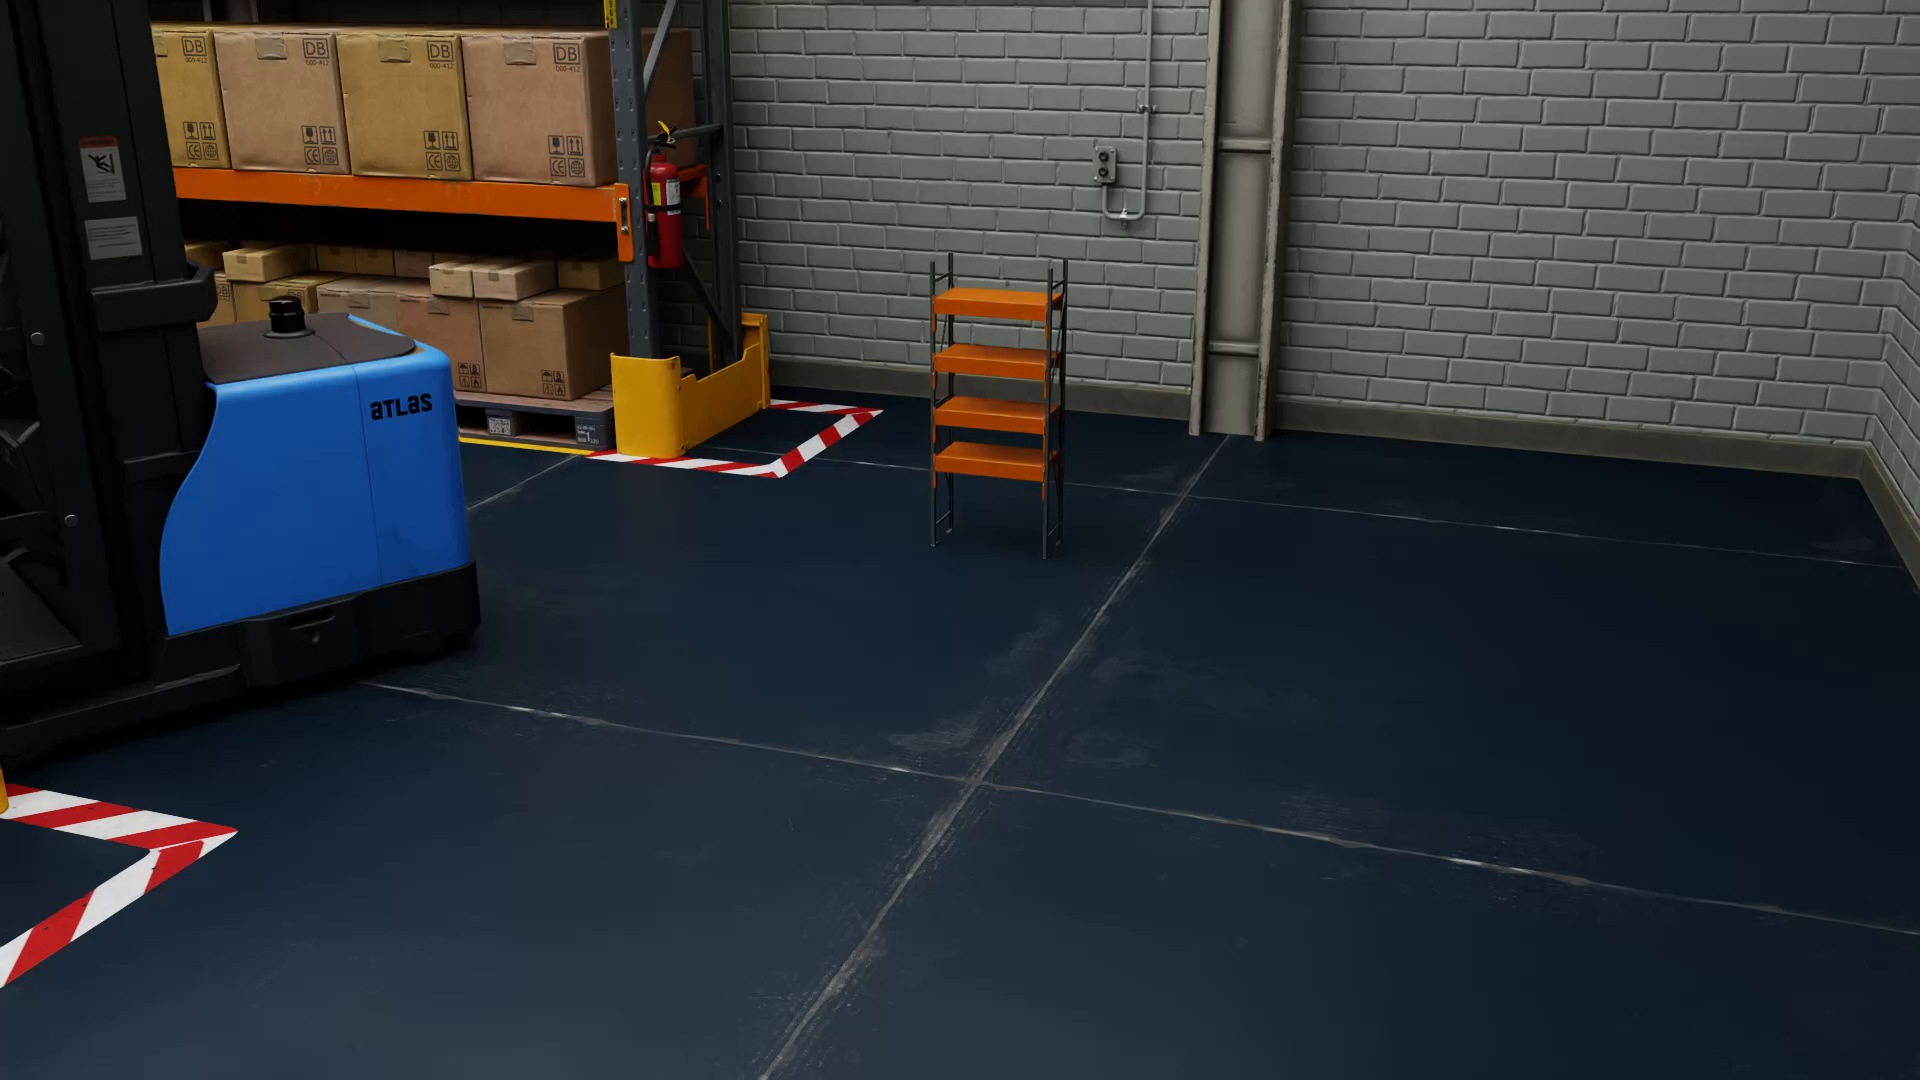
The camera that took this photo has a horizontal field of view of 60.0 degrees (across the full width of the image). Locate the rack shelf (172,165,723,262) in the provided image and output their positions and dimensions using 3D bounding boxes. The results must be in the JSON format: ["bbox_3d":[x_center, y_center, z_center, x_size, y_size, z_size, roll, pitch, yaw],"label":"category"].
[{"bbox_3d":[-3.297,-1.890,9.033,4.000,0.370,1.077,7,20,18],"label":"rack shelf"}]

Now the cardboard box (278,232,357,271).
[{"bbox_3d":[-3.600,-1.622,9.347,0.250,0.149,0.380,7,20,19],"label":"cardboard box"}]

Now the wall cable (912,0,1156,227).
[{"bbox_3d":[0.112,-2.649,8.574,1.851,1.984,0.084,7,20,18],"label":"wall cable"}]

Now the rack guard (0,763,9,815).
[{"bbox_3d":[-3.102,0.700,4.310,0.348,0.500,1.175,7,20,18],"label":"rack guard"}]

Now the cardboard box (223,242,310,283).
[{"bbox_3d":[-3.757,-1.507,9.016,0.250,0.149,0.380,6,20,17],"label":"cardboard box"}]

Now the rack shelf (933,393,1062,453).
[{"bbox_3d":[0.156,-0.485,6.850,0.480,0.148,0.258,7,20,18],"label":"rack shelf"}]

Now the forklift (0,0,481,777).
[{"bbox_3d":[-3.176,-0.817,4.966,3.031,2.935,1.130,-16,25,-38],"label":"forklift"}]

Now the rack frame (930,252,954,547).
[{"bbox_3d":[-0.074,-0.575,6.903,0.015,1.200,0.240,7,20,18],"label":"rack frame"}]

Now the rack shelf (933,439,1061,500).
[{"bbox_3d":[0.156,-0.298,6.915,0.480,0.148,0.258,7,20,18],"label":"rack shelf"}]

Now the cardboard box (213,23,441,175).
[{"bbox_3d":[-3.301,-2.367,8.854,0.700,0.700,0.980,6,20,15],"label":"cardboard box"}]

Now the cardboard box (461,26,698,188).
[{"bbox_3d":[-1.893,-2.207,8.394,0.700,0.700,0.980,7,21,21],"label":"cardboard box"}]

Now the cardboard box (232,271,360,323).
[{"bbox_3d":[-3.556,-1.239,9.234,0.500,0.500,0.700,7,20,19],"label":"cardboard box"}]

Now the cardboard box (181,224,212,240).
[{"bbox_3d":[-4.585,-1.734,9.669,0.250,0.149,0.380,6,20,18],"label":"cardboard box"}]

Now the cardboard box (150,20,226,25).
[{"bbox_3d":[-4.679,-2.523,9.302,0.700,0.700,0.980,7,20,19],"label":"cardboard box"}]

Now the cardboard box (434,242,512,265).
[{"bbox_3d":[-2.633,-1.512,9.032,0.250,0.149,0.380,7,20,19],"label":"cardboard box"}]

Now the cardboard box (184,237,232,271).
[{"bbox_3d":[-4.250,-1.563,9.178,0.250,0.149,0.380,7,20,20],"label":"cardboard box"}]

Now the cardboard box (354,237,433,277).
[{"bbox_3d":[-3.116,-1.567,9.189,0.250,0.149,0.380,7,20,19],"label":"cardboard box"}]

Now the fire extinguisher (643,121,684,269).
[{"bbox_3d":[-1.417,-1.641,7.910,0.183,0.674,0.296,7,20,18],"label":"fire extinguisher"}]

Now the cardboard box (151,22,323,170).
[{"bbox_3d":[-3.992,-2.443,9.071,0.700,0.700,0.980,6,20,17],"label":"cardboard box"}]

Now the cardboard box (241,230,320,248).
[{"bbox_3d":[-3.838,-1.650,9.426,0.250,0.149,0.380,6,20,16],"label":"cardboard box"}]

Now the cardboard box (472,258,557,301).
[{"bbox_3d":[-2.283,-1.339,8.535,0.250,0.149,0.380,6,20,17],"label":"cardboard box"}]

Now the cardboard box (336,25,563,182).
[{"bbox_3d":[-2.584,-2.282,8.610,0.700,0.700,0.980,6,20,18],"label":"cardboard box"}]

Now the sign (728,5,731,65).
[{"bbox_3d":[-1.220,-2.631,8.632,0.005,0.325,0.100,7,20,18],"label":"sign"}]

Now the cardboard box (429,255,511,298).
[{"bbox_3d":[-2.525,-1.367,8.614,0.250,0.149,0.380,7,20,20],"label":"cardboard box"}]

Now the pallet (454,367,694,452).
[{"bbox_3d":[-2.189,-0.758,8.932,1.213,0.211,1.003,7,20,18],"label":"pallet"}]

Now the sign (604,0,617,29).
[{"bbox_3d":[-1.599,-2.505,7.585,0.005,0.325,0.100,7,20,18],"label":"sign"}]

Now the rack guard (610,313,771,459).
[{"bbox_3d":[-1.385,-0.830,8.699,0.348,0.500,1.175,7,20,18],"label":"rack guard"}]

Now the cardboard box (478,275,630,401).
[{"bbox_3d":[-2.102,-1.076,8.765,0.500,0.500,0.700,7,20,18],"label":"cardboard box"}]

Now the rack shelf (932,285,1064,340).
[{"bbox_3d":[0.156,-0.920,6.698,0.480,0.148,0.258,7,20,18],"label":"rack shelf"}]

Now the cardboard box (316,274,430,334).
[{"bbox_3d":[-3.050,-1.184,9.075,0.500,0.500,0.700,6,20,16],"label":"cardboard box"}]

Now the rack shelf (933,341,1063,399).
[{"bbox_3d":[0.156,-0.696,6.776,0.480,0.148,0.258,7,20,18],"label":"rack shelf"}]

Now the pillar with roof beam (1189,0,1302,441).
[{"bbox_3d":[0.014,-3.485,3.402,0.400,9.000,9.100,7,20,18],"label":"pillar with roof beam"}]

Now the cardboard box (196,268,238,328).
[{"bbox_3d":[-4.040,-1.295,9.395,0.500,0.500,0.700,6,20,18],"label":"cardboard box"}]

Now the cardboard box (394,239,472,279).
[{"bbox_3d":[-2.874,-1.540,9.110,0.250,0.149,0.380,7,20,19],"label":"cardboard box"}]

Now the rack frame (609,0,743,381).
[{"bbox_3d":[-1.408,-2.013,8.295,0.127,3.000,1.000,7,20,18],"label":"rack frame"}]

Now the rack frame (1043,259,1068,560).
[{"bbox_3d":[0.387,-0.522,6.752,0.015,1.200,0.240,7,20,18],"label":"rack frame"}]

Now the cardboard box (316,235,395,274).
[{"bbox_3d":[-3.355,-1.595,9.268,0.250,0.149,0.380,6,20,17],"label":"cardboard box"}]

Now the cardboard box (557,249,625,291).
[{"bbox_3d":[-1.918,-1.431,8.798,0.250,0.149,0.380,7,20,18],"label":"cardboard box"}]

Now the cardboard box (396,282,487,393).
[{"bbox_3d":[-2.575,-1.130,8.920,0.500,0.500,0.700,6,20,18],"label":"cardboard box"}]

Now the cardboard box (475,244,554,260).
[{"bbox_3d":[-2.397,-1.485,8.954,0.250,0.149,0.380,7,20,18],"label":"cardboard box"}]

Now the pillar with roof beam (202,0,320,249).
[{"bbox_3d":[-5.654,-4.133,5.261,0.400,9.000,9.100,7,20,18],"label":"pillar with roof beam"}]

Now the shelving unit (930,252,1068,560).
[{"bbox_3d":[0.156,-0.549,6.827,0.503,1.200,0.258,7,20,18],"label":"shelving unit"}]
